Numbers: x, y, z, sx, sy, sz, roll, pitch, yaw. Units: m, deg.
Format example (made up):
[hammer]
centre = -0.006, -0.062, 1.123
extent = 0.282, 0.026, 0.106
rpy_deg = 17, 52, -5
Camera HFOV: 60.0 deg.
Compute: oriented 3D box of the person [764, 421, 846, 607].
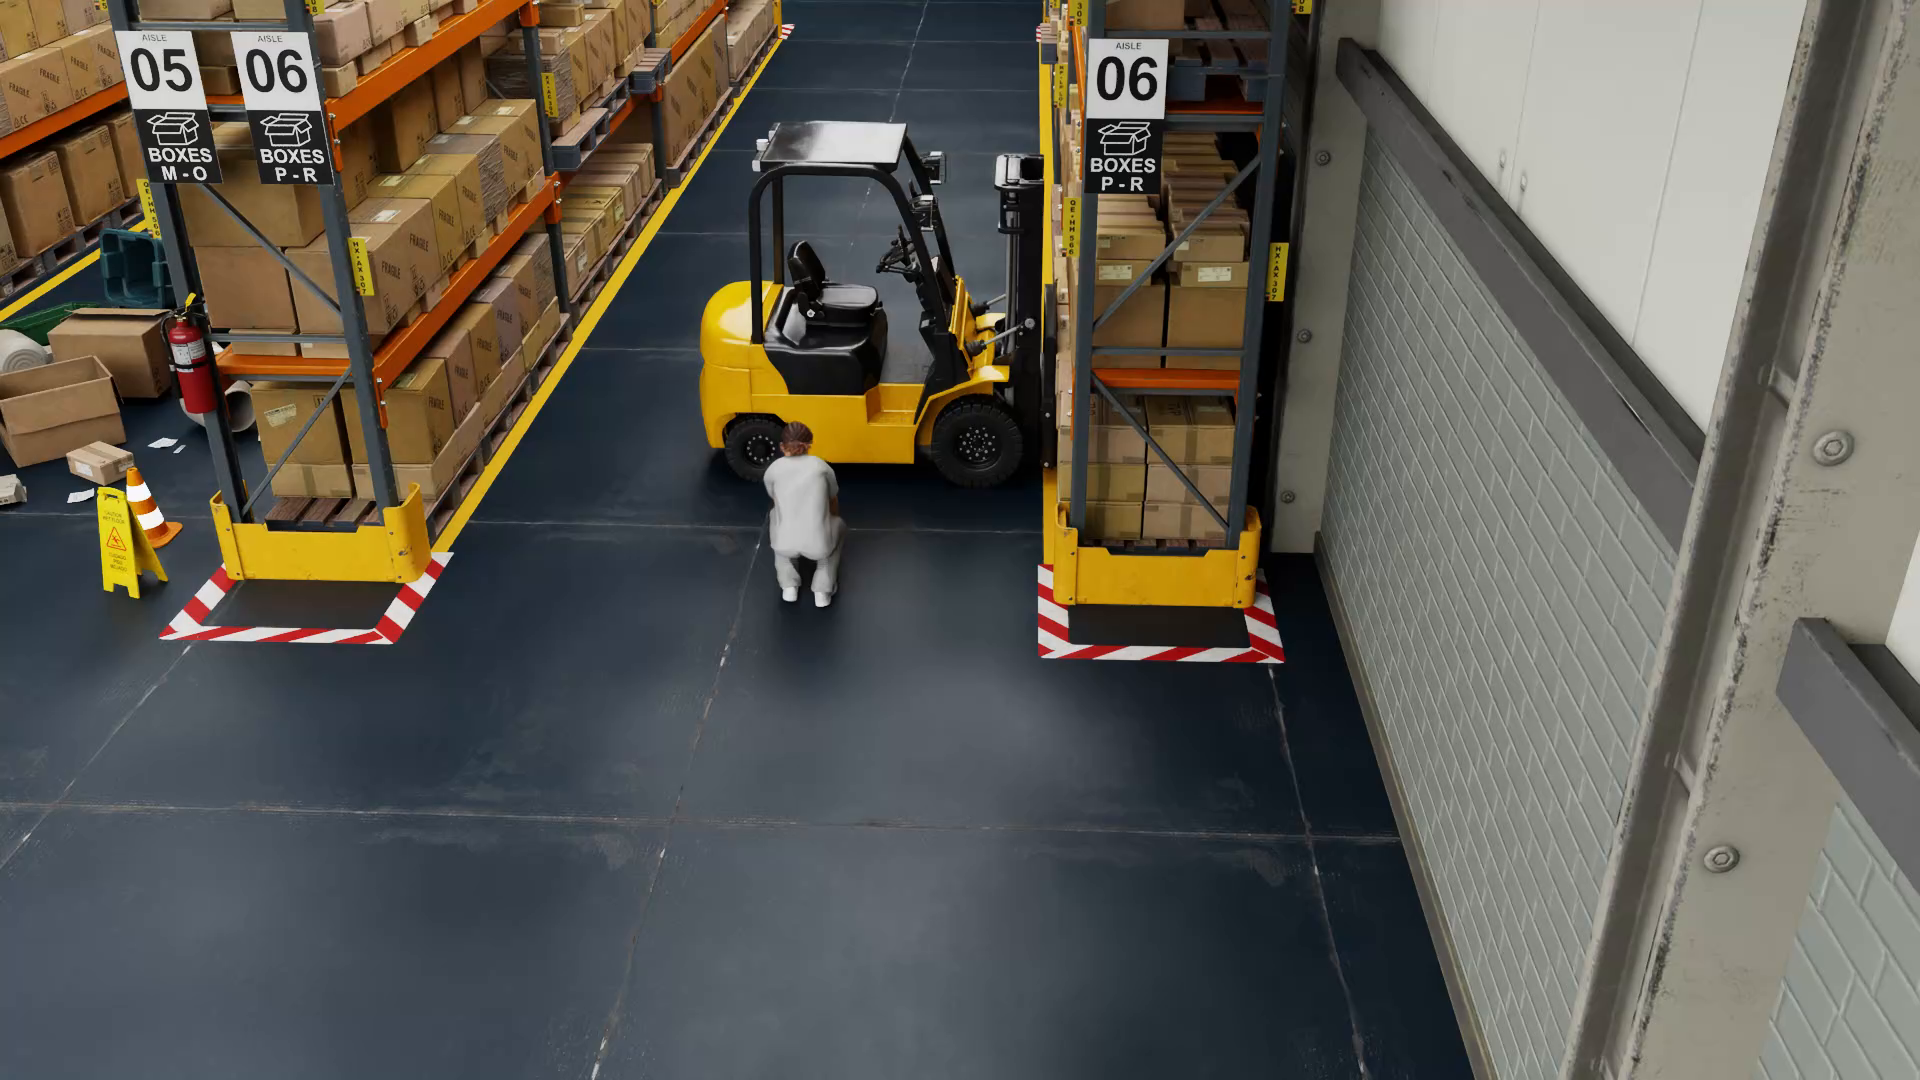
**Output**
[person]
centre = -0.910, -0.157, 9.698
extent = 0.466, 0.950, 0.815
rpy_deg = 0, 28, 1
